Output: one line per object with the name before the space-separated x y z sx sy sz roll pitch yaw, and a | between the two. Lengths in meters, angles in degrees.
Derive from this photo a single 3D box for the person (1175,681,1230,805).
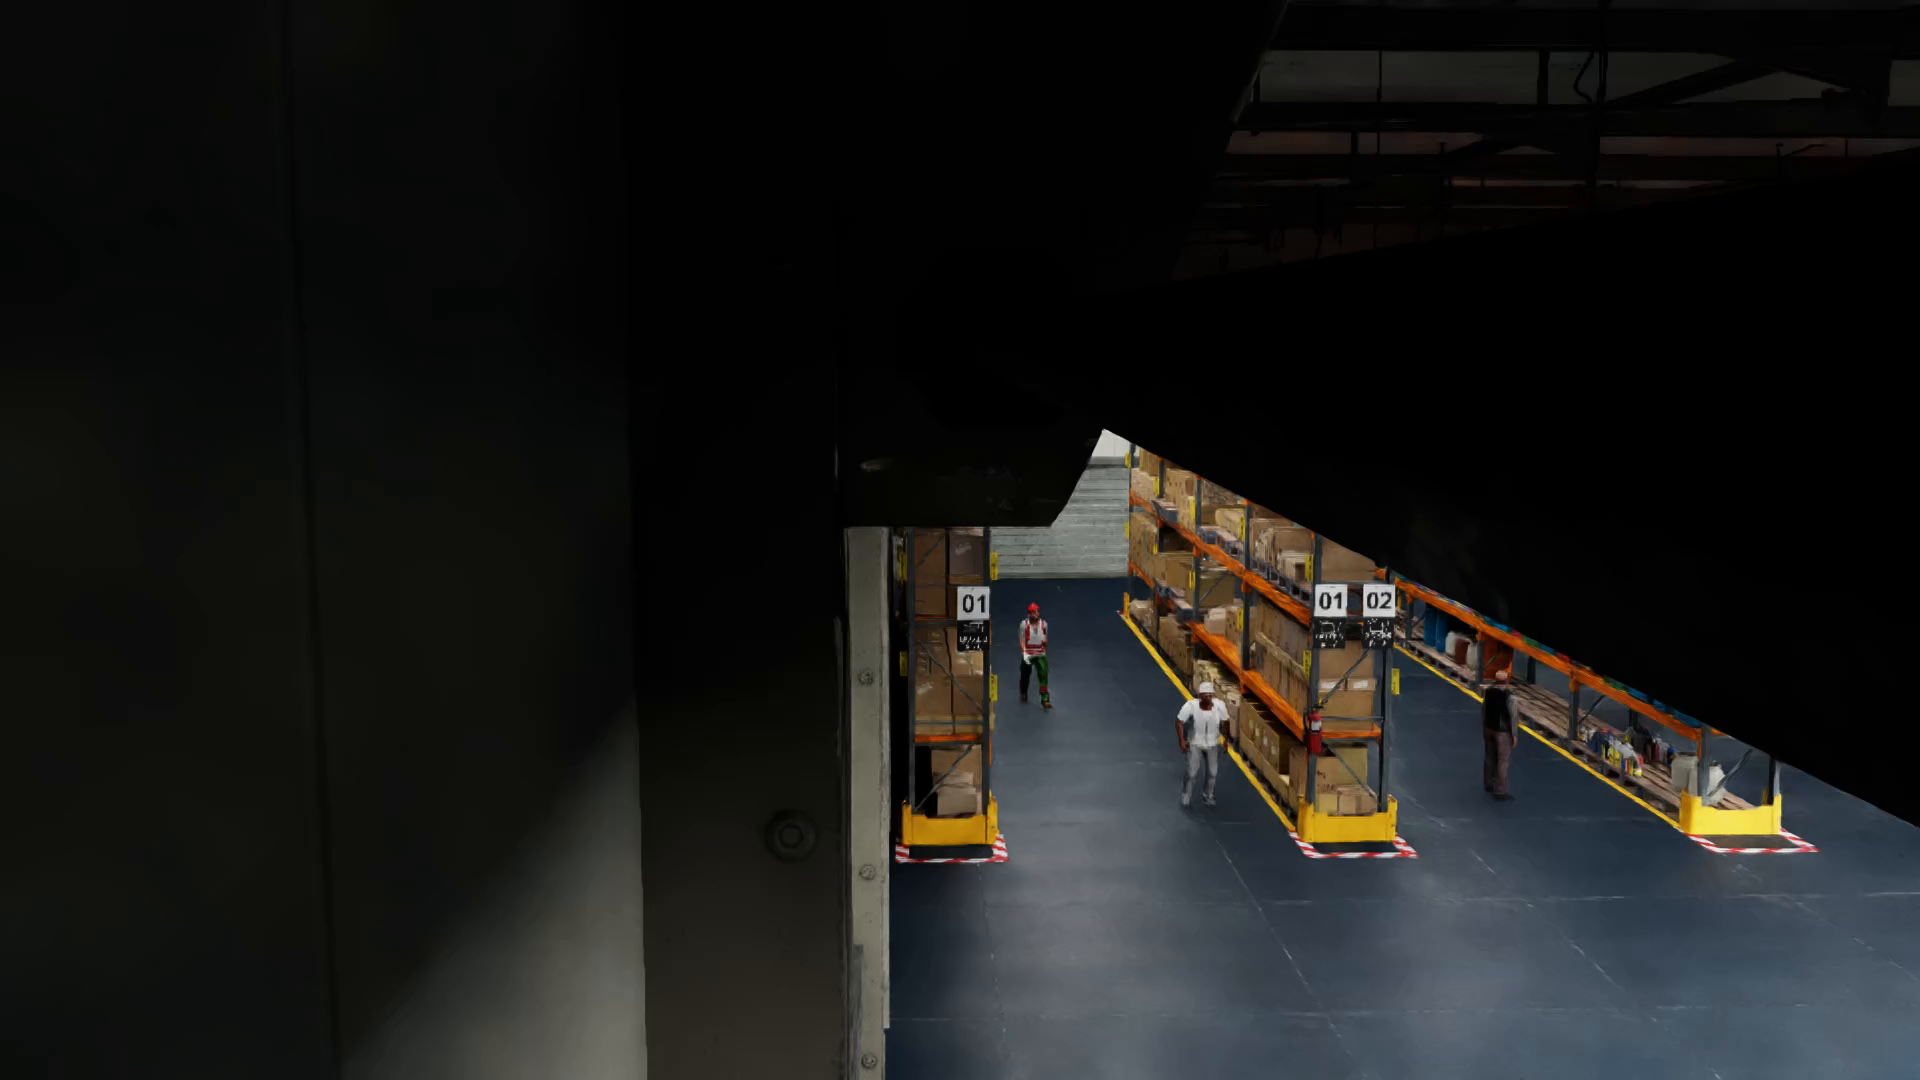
person | 3.207 2.686 21.955 0.719 1.714 0.578 0 7 -4

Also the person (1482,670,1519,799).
person | 7.313 2.595 22.446 0.450 1.727 0.584 -4 9 -31

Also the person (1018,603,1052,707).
person | 1.229 1.907 27.810 0.528 1.728 1.032 -1 7 -11
